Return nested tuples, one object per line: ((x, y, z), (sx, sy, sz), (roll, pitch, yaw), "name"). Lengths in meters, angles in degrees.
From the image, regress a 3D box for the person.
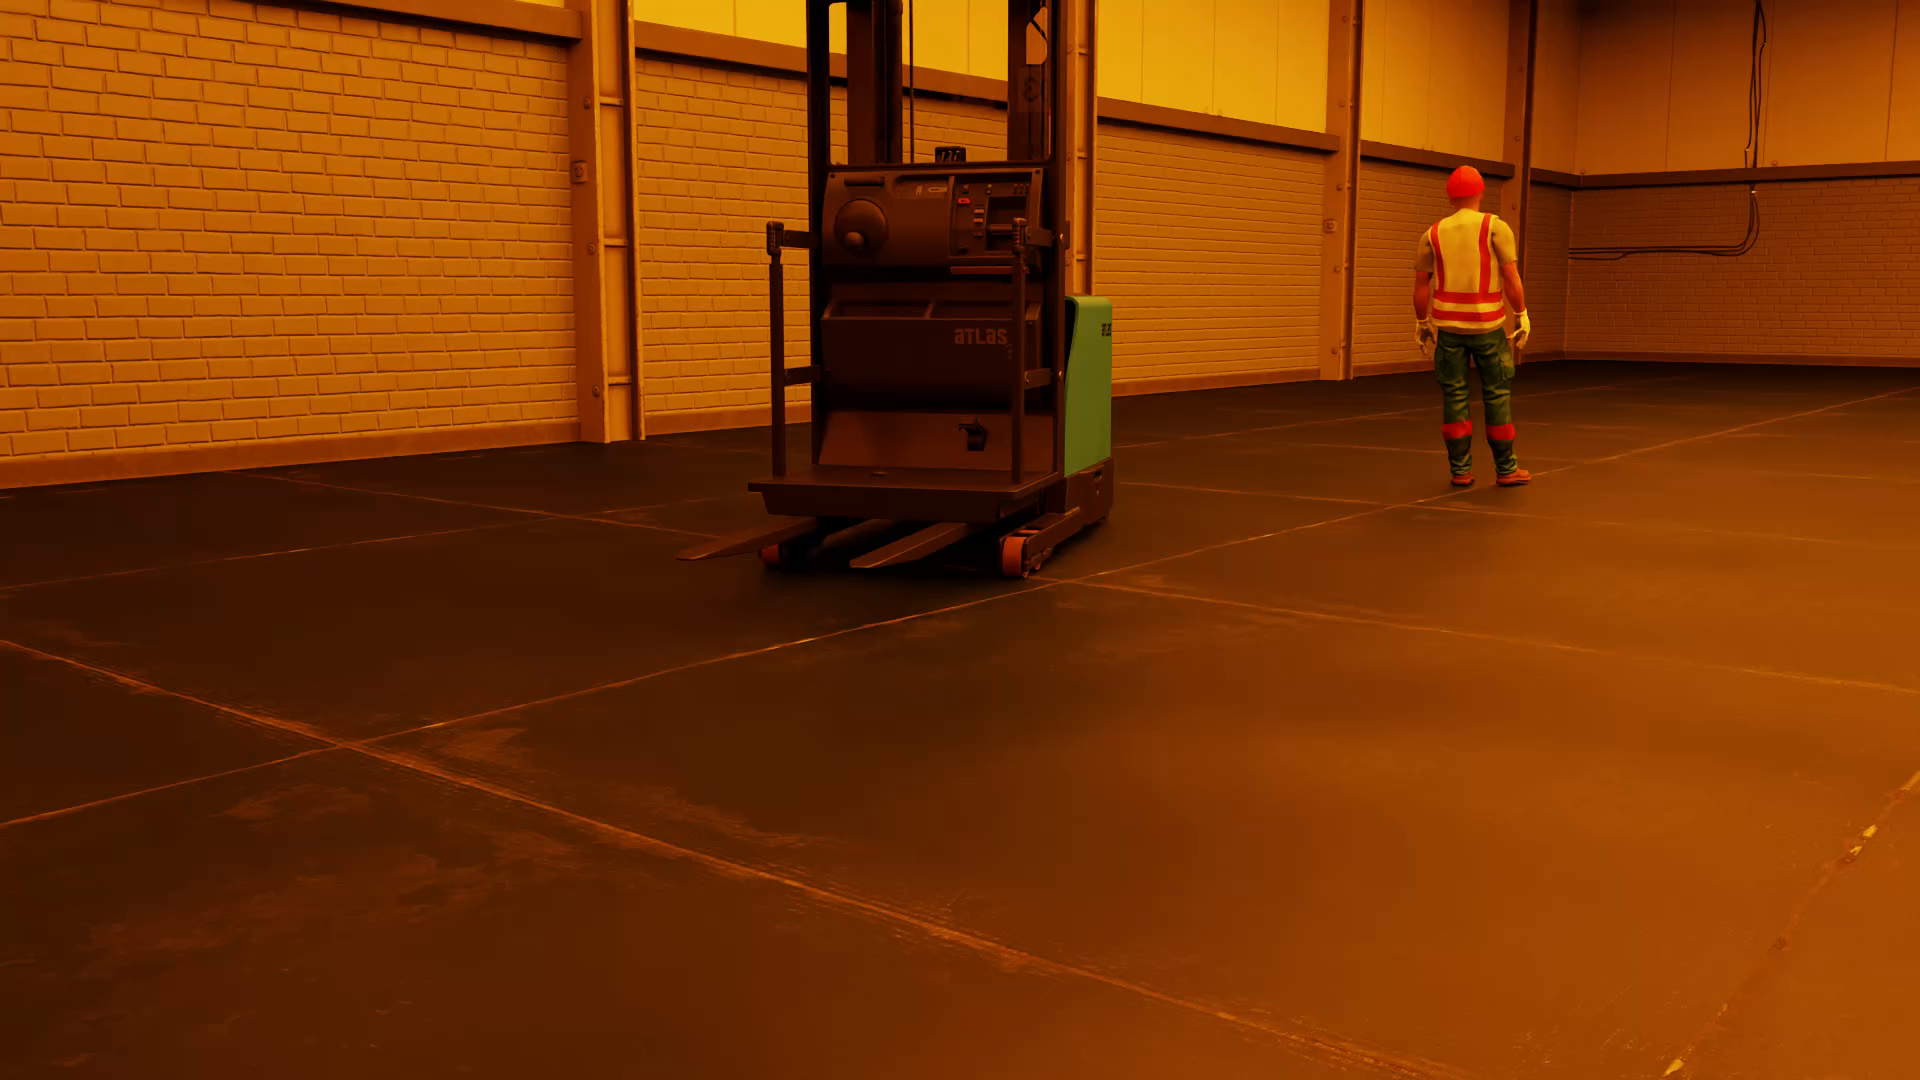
((2.929, -1.214, 9.476), (0.638, 1.788, 0.563), (5, 10, 32), "person")

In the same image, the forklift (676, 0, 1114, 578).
((-0.176, -1.366, 6.616), (1.130, 2.935, 3.031), (3, 9, 17), "forklift")
